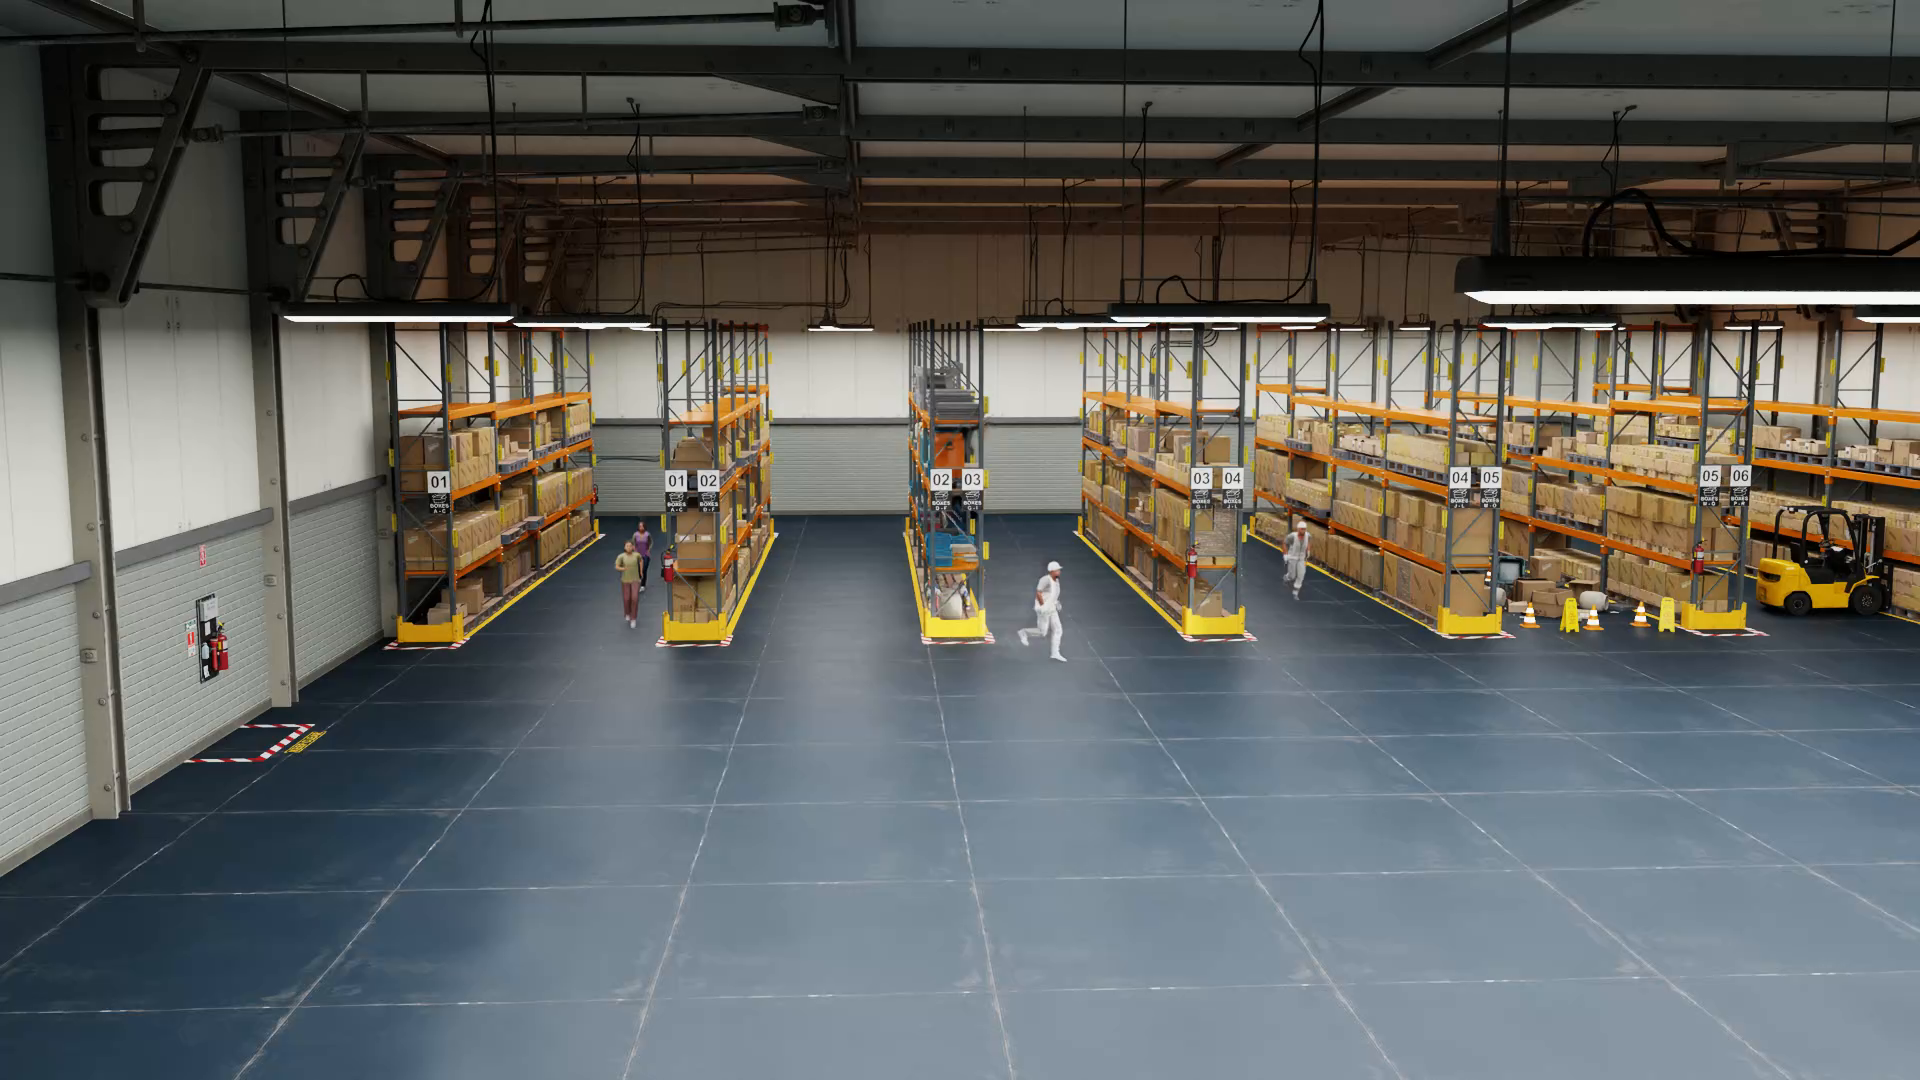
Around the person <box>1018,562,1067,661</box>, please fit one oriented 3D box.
[{"bbox_3d":[1.479,1.250,29.439,0.953,1.766,0.686,4,8,30],"label":"person"}]

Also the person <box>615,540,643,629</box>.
[{"bbox_3d":[-6.507,0.835,32.736,0.553,1.697,0.909,-1,7,-12],"label":"person"}]

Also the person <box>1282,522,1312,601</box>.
[{"bbox_3d":[7.305,0.429,36.195,0.659,1.723,0.915,-2,7,-17],"label":"person"}]

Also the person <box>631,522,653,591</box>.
[{"bbox_3d":[-7.107,0.368,37.142,0.517,1.554,0.528,-1,7,-7],"label":"person"}]
